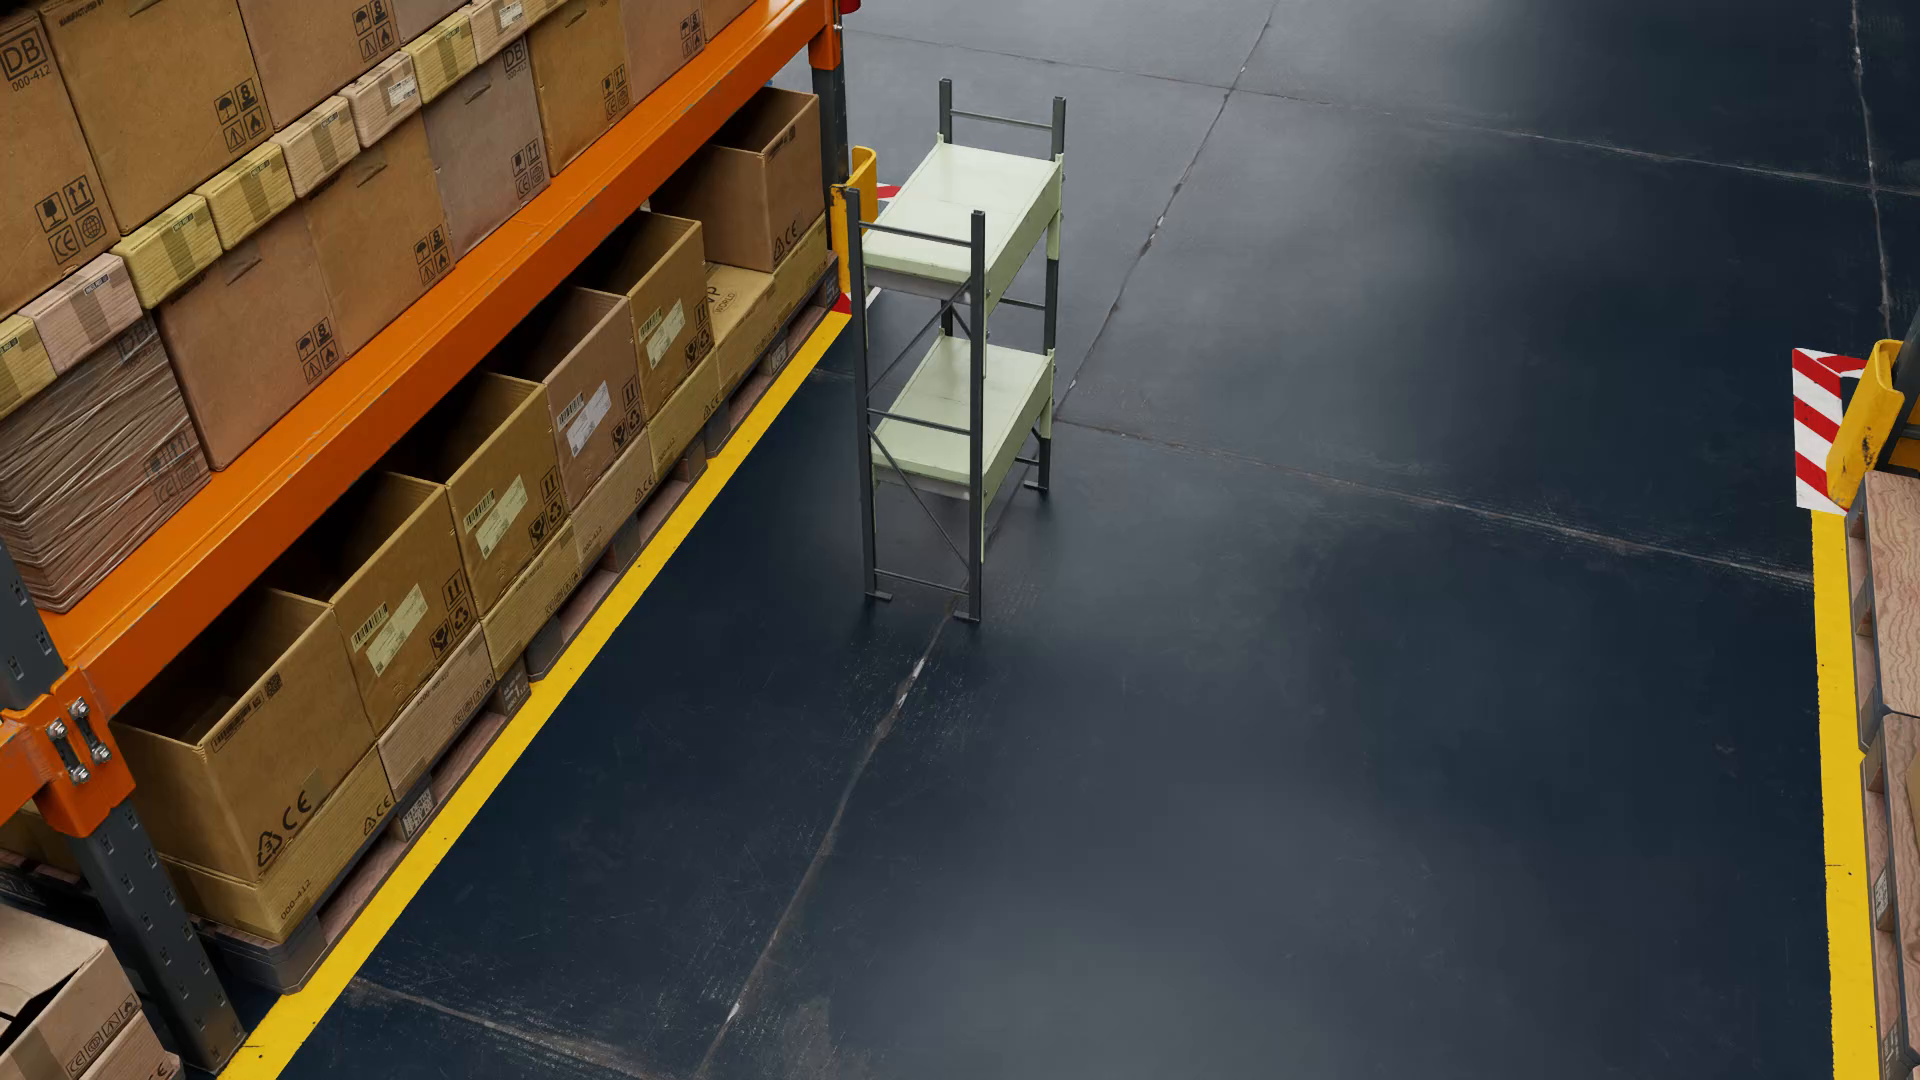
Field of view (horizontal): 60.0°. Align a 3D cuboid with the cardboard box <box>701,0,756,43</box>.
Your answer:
[{"bbox_3d":[-1.115,-2.138,5.867,0.700,0.500,0.500,13,42,15],"label":"cardboard box"}]

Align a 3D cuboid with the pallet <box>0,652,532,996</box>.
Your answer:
[{"bbox_3d":[-2.000,0.643,4.833,1.003,0.211,1.213,13,42,15],"label":"pallet"}]

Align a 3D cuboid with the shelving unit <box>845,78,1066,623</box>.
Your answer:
[{"bbox_3d":[0.002,-0.575,5.268,0.431,1.500,0.755,13,42,15],"label":"shelving unit"}]

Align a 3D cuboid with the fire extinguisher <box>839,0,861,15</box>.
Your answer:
[{"bbox_3d":[-0.467,-2.321,6.219,0.296,0.674,0.183,13,42,15],"label":"fire extinguisher"}]

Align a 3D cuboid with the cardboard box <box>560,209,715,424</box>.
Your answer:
[{"bbox_3d":[-1.176,-0.774,5.564,0.500,0.500,0.500,13,42,15],"label":"cardboard box"}]

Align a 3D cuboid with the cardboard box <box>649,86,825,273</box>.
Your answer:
[{"bbox_3d":[-0.848,-1.387,6.282,0.500,0.500,0.500,13,42,15],"label":"cardboard box"}]

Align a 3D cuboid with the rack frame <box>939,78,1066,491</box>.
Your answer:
[{"bbox_3d":[0.127,-0.798,5.530,0.400,1.500,0.023,13,42,15],"label":"rack frame"}]

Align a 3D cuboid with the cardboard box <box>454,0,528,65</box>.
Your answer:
[{"bbox_3d":[-1.424,-1.444,4.555,0.380,0.149,0.250,13,42,14],"label":"cardboard box"}]

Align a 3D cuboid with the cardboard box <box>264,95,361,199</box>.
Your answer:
[{"bbox_3d":[-1.689,-0.971,4.000,0.380,0.149,0.250,12,42,14],"label":"cardboard box"}]

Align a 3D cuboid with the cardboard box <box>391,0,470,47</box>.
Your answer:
[{"bbox_3d":[-1.651,-1.664,4.312,0.700,0.500,0.500,13,42,15],"label":"cardboard box"}]

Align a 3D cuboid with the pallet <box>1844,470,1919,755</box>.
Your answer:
[{"bbox_3d":[3.376,0.310,5.223,1.003,0.211,1.213,13,42,15],"label":"pallet"}]

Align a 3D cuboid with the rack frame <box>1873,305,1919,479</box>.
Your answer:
[{"bbox_3d":[3.713,-1.284,4.944,1.000,3.000,0.127,13,42,15],"label":"rack frame"}]

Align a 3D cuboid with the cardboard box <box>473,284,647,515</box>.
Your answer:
[{"bbox_3d":[-1.348,-0.470,5.206,0.500,0.500,0.500,13,42,15],"label":"cardboard box"}]

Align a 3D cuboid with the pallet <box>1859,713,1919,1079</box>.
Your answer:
[{"bbox_3d":[2.957,1.052,4.354,1.003,0.211,1.213,13,42,15],"label":"pallet"}]

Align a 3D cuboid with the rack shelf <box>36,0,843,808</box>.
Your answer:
[{"bbox_3d":[-1.628,-0.888,5.034,1.077,0.370,4.000,13,42,15],"label":"rack shelf"}]

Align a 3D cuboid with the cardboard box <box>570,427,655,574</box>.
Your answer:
[{"bbox_3d":[-1.351,-0.185,5.451,0.500,0.250,0.500,13,42,15],"label":"cardboard box"}]

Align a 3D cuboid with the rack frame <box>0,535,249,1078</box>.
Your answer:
[{"bbox_3d":[-2.312,0.058,3.371,1.000,3.000,0.127,13,42,15],"label":"rack frame"}]

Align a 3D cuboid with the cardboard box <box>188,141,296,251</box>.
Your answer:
[{"bbox_3d":[-1.777,-0.819,3.822,0.380,0.149,0.250,13,42,15],"label":"cardboard box"}]

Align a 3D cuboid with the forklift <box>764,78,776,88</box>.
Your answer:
[{"bbox_3d":[-2.393,-2.772,6.741,3.031,2.935,1.130,-21,45,-23],"label":"forklift"}]

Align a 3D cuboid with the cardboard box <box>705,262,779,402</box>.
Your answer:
[{"bbox_3d":[-1.009,-0.795,6.166,0.500,0.250,0.500,13,42,15],"label":"cardboard box"}]

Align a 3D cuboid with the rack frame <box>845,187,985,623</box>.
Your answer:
[{"bbox_3d":[-0.123,-0.351,5.006,0.400,1.500,0.023,13,42,15],"label":"rack frame"}]

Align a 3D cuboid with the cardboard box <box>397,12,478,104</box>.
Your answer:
[{"bbox_3d":[-1.511,-1.293,4.378,0.380,0.149,0.250,13,42,15],"label":"cardboard box"}]

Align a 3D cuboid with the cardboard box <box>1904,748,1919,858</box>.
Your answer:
[{"bbox_3d":[2.899,0.685,4.223,0.700,0.500,0.500,11,42,12],"label":"cardboard box"}]

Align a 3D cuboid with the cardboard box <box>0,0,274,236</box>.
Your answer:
[{"bbox_3d":[-1.994,-1.054,3.598,0.700,0.500,0.500,13,42,15],"label":"cardboard box"}]

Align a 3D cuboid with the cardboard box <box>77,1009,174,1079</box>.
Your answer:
[{"bbox_3d":[-2.181,1.262,3.755,0.500,0.250,0.500,13,42,15],"label":"cardboard box"}]

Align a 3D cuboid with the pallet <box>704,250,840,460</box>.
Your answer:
[{"bbox_3d":[-1.166,-0.845,6.578,1.003,0.211,1.213,13,42,15],"label":"pallet"}]

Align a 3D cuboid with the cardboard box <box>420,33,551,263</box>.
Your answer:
[{"bbox_3d":[-1.642,-1.193,4.760,0.700,0.500,0.500,15,43,16],"label":"cardboard box"}]

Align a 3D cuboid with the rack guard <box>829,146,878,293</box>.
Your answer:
[{"bbox_3d":[-0.936,-1.445,7.059,1.175,0.500,0.348,13,42,15],"label":"rack guard"}]

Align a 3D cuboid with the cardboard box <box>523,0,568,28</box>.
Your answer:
[{"bbox_3d":[-1.337,-1.601,4.739,0.380,0.149,0.250,14,43,16],"label":"cardboard box"}]

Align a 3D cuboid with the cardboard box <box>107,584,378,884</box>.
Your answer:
[{"bbox_3d":[-1.859,0.446,4.134,0.500,0.500,0.500,13,42,15],"label":"cardboard box"}]

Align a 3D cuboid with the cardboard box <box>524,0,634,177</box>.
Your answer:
[{"bbox_3d":[-1.466,-1.515,5.137,0.700,0.500,0.500,14,42,15],"label":"cardboard box"}]

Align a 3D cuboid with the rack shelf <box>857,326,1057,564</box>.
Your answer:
[{"bbox_3d":[0.002,-0.327,5.480,0.431,0.370,0.720,13,42,15],"label":"rack shelf"}]

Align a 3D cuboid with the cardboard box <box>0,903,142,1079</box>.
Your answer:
[{"bbox_3d":[-2.181,1.042,3.581,0.500,0.311,0.500,13,42,15],"label":"cardboard box"}]

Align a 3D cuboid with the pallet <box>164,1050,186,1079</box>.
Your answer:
[{"bbox_3d":[-2.527,1.577,3.739,1.003,0.211,1.213,13,42,15],"label":"pallet"}]

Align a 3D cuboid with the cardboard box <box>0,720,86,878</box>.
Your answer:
[{"bbox_3d":[-2.358,0.613,4.515,0.500,0.250,0.500,13,42,15],"label":"cardboard box"}]

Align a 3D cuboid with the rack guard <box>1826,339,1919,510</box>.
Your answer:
[{"bbox_3d":[3.687,-0.287,5.701,1.175,0.500,0.348,13,42,15],"label":"rack guard"}]

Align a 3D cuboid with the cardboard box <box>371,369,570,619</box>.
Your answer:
[{"bbox_3d":[-1.517,-0.164,4.849,0.500,0.500,0.500,13,42,15],"label":"cardboard box"}]

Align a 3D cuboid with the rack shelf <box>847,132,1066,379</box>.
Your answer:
[{"bbox_3d":[0.002,-0.872,5.015,0.431,0.370,0.720,13,42,15],"label":"rack shelf"}]

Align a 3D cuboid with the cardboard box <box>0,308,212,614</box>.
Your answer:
[{"bbox_3d":[-2.166,-0.252,3.657,0.700,0.500,0.500,12,42,14],"label":"cardboard box"}]

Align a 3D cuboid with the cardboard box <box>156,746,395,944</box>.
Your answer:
[{"bbox_3d":[-1.868,0.729,4.380,0.500,0.250,0.500,13,42,15],"label":"cardboard box"}]

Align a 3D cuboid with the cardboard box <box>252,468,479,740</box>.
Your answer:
[{"bbox_3d":[-1.695,0.139,4.493,0.500,0.500,0.500,13,42,15],"label":"cardboard box"}]

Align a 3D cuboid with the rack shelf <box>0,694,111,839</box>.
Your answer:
[{"bbox_3d":[-2.996,1.552,2.174,1.077,0.370,4.000,13,42,15],"label":"rack shelf"}]

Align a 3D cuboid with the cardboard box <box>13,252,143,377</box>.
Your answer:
[{"bbox_3d":[-1.952,-0.501,3.449,0.380,0.149,0.250,14,42,16],"label":"cardboard box"}]

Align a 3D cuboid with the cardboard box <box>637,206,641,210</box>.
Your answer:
[{"bbox_3d":[-1.505,-1.197,6.060,0.500,0.500,0.500,13,42,15],"label":"cardboard box"}]

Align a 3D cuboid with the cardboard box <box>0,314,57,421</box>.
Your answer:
[{"bbox_3d":[-2.038,-0.348,3.270,0.380,0.149,0.250,13,42,15],"label":"cardboard box"}]

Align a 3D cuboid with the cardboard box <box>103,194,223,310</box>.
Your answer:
[{"bbox_3d":[-1.865,-0.659,3.634,0.380,0.149,0.250,12,42,14],"label":"cardboard box"}]

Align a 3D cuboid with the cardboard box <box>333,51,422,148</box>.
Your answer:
[{"bbox_3d":[-1.601,-1.134,4.192,0.380,0.149,0.250,12,42,14],"label":"cardboard box"}]

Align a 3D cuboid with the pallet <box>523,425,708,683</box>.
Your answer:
[{"bbox_3d":[-1.585,-0.103,5.709,1.003,0.211,1.213,13,42,15],"label":"pallet"}]

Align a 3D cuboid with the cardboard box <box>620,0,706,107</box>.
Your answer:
[{"bbox_3d":[-1.291,-1.816,5.491,0.700,0.500,0.500,14,43,16],"label":"cardboard box"}]

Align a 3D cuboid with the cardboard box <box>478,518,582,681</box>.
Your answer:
[{"bbox_3d":[-1.517,0.121,5.092,0.500,0.250,0.500,13,42,15],"label":"cardboard box"}]

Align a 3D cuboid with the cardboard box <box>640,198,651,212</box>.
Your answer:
[{"bbox_3d":[-1.336,-1.218,6.661,0.500,0.250,0.500,13,42,15],"label":"cardboard box"}]

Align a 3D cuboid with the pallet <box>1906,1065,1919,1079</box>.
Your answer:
[{"bbox_3d":[2.541,1.799,3.479,1.003,0.211,1.213,13,42,15],"label":"pallet"}]

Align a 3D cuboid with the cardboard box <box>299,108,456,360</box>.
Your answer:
[{"bbox_3d":[-1.816,-0.880,4.394,0.700,0.500,0.500,14,42,16],"label":"cardboard box"}]

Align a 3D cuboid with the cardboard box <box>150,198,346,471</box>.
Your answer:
[{"bbox_3d":[-1.992,-0.575,4.036,0.700,0.500,0.500,13,42,15],"label":"cardboard box"}]

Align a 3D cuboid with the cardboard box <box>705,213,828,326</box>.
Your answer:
[{"bbox_3d":[-0.850,-1.103,6.526,0.500,0.250,0.500,13,42,15],"label":"cardboard box"}]

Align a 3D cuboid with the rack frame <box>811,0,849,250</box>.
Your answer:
[{"bbox_3d":[-0.944,-2.382,6.230,1.000,3.000,0.127,13,42,15],"label":"rack frame"}]

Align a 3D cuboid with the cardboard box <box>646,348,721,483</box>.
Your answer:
[{"bbox_3d":[-1.179,-0.490,5.808,0.500,0.250,0.500,13,42,15],"label":"cardboard box"}]

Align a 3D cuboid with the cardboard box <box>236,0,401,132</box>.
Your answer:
[{"bbox_3d":[-1.822,-1.359,3.956,0.700,0.500,0.500,13,42,15],"label":"cardboard box"}]

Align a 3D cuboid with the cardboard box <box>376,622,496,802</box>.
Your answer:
[{"bbox_3d":[-1.692,0.425,4.736,0.500,0.250,0.500,13,42,15],"label":"cardboard box"}]

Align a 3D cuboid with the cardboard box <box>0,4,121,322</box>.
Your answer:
[{"bbox_3d":[-2.166,-0.745,3.236,0.700,0.500,0.500,13,42,15],"label":"cardboard box"}]
